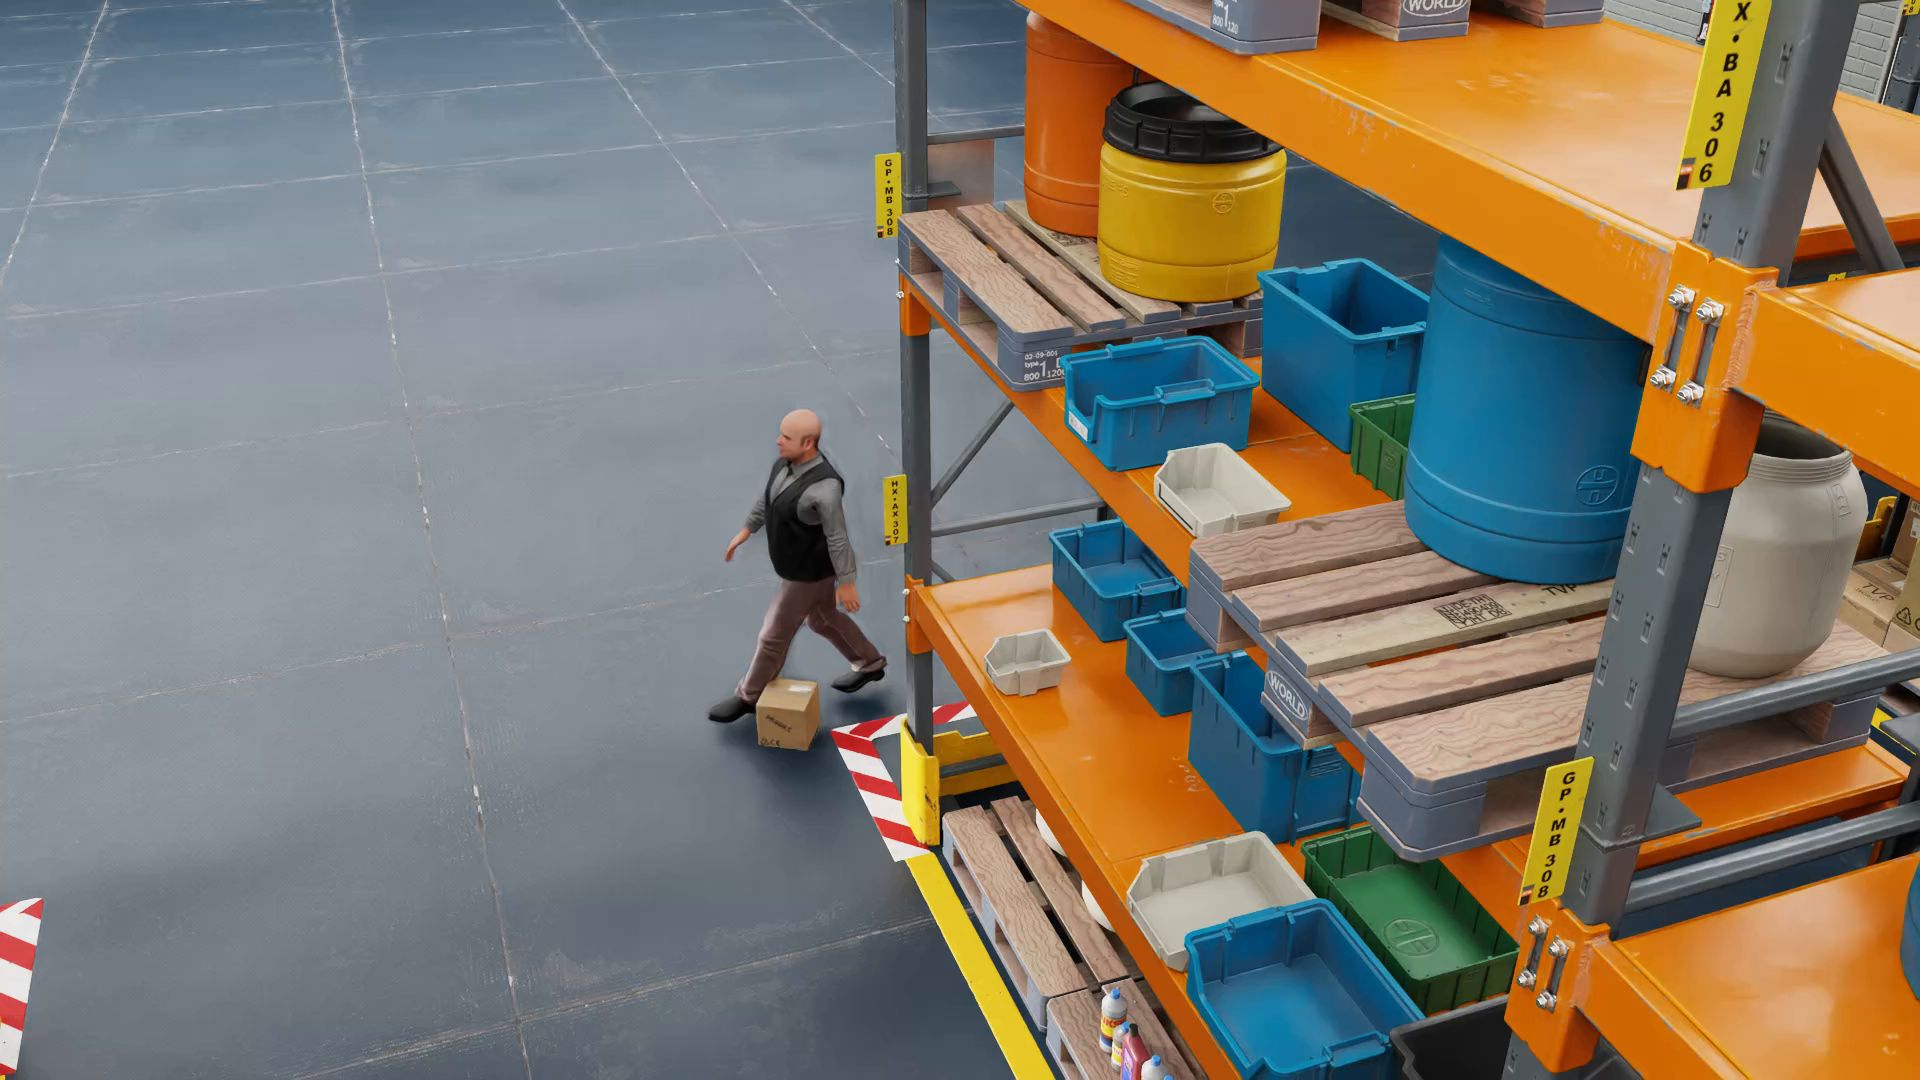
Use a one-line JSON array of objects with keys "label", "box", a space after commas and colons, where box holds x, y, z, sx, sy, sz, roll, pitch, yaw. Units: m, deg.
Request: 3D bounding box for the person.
[{"label": "person", "box": [-0.825, 0.120, 8.149, 0.973, 1.669, 0.596, -11, 31, -18]}]
